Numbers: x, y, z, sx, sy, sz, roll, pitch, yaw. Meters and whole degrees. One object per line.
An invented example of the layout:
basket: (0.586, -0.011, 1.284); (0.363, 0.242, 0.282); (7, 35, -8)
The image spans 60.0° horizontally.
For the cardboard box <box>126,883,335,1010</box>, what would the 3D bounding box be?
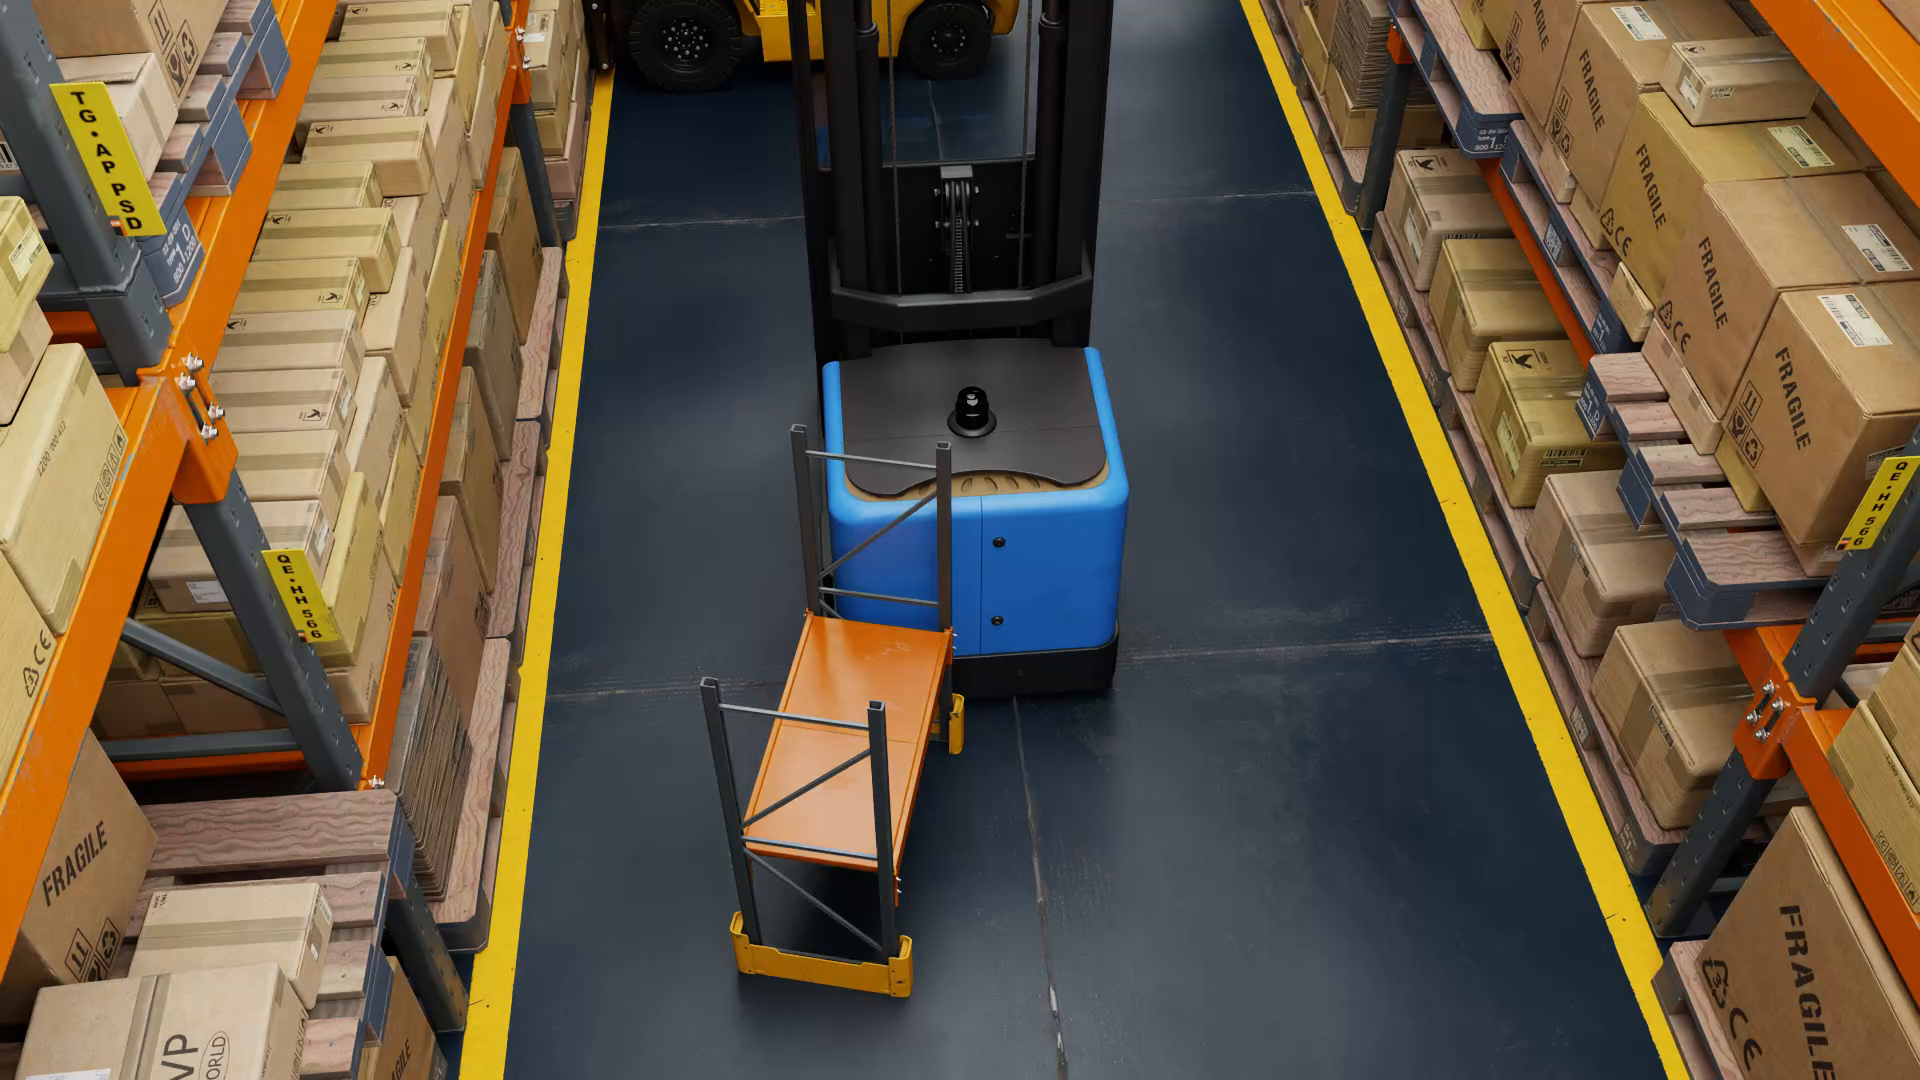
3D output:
cardboard box: (-1.668, 0.940, 3.814); (0.380, 0.149, 0.250); (-3, 47, -3)

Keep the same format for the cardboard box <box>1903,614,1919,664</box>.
cardboard box: (2.638, 0.236, 3.840); (0.500, 0.500, 0.500); (-5, 47, -5)

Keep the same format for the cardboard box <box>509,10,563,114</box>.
cardboard box: (-2.168, -2.259, 7.876); (0.500, 0.250, 0.500); (-4, 47, -4)

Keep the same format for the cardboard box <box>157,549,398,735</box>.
cardboard box: (-1.899, 0.262, 4.676); (0.500, 0.250, 0.500); (-3, 47, -3)

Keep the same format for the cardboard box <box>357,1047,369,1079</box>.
cardboard box: (-1.812, 1.381, 4.499); (0.380, 0.149, 0.250); (-6, 47, -5)

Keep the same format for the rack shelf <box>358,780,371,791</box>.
rack shelf: (-1.938, 2.241, 3.194); (1.077, 0.370, 4.000); (-3, 47, -3)

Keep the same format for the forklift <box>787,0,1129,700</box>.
forklift: (-0.053, -1.464, 6.254); (1.130, 2.935, 3.031); (-4, 47, -3)

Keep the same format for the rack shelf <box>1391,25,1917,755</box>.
rack shelf: (2.673, -0.958, 6.223); (1.077, 0.370, 4.000); (-3, 47, -3)

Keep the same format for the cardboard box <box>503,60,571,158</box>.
cardboard box: (-2.173, -2.087, 8.057); (0.500, 0.250, 0.500); (-4, 47, -3)

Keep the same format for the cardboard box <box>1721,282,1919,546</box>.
cardboard box: (2.525, -0.351, 4.590); (0.500, 0.500, 0.500); (-5, 47, -4)

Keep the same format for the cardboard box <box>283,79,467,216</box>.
cardboard box: (-2.057, -1.386, 5.892); (0.500, 0.250, 0.500); (-3, 47, -3)

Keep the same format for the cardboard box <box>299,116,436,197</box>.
cardboard box: (-1.955, -1.262, 5.500); (0.380, 0.149, 0.250); (-5, 47, -4)

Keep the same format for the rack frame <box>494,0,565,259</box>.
rack frame: (-2.440, -2.348, 7.044); (1.000, 3.000, 0.127); (-3, 47, -3)

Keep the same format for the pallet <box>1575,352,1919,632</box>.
pallet: (2.675, -0.201, 5.143); (1.213, 0.211, 1.003); (-3, 47, -3)

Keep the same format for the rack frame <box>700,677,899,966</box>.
rack frame: (-0.448, 0.925, 4.977); (0.500, 1.500, 0.032); (7, 47, 7)

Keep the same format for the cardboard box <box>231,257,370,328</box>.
cardboard box: (-1.995, -0.705, 4.973); (0.380, 0.149, 0.250); (-3, 47, -3)

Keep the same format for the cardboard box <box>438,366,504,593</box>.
cardboard box: (-2.263, -0.193, 6.349); (0.875, 0.625, 0.625); (-5, 47, -5)

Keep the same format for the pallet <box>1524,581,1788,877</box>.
pallet: (2.777, 0.636, 6.139); (1.003, 0.211, 1.213); (-3, 47, -3)

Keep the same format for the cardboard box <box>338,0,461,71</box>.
cardboard box: (-2.029, -1.823, 6.032); (0.380, 0.149, 0.250); (-5, 47, -5)

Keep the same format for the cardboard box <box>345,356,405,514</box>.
cardboard box: (-1.940, -0.272, 4.837); (0.500, 0.250, 0.500); (-2, 47, -2)

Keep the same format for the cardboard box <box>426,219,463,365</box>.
cardboard box: (-2.028, -0.850, 5.729); (0.500, 0.250, 0.500); (-2, 47, -2)

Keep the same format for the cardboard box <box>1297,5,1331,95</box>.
cardboard box: (2.134, -2.647, 8.932); (0.500, 0.250, 0.500); (-5, 47, -4)

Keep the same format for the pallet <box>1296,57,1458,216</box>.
pallet: (2.414, -2.177, 8.803); (1.003, 0.211, 1.213); (-3, 47, -3)

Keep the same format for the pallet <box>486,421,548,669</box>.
pallet: (-2.235, 0.027, 6.716); (1.003, 0.211, 1.213); (-3, 47, -3)

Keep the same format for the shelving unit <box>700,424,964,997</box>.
shelving unit: (-0.363, 0.568, 5.316); (0.587, 1.500, 1.083); (7, 47, 7)

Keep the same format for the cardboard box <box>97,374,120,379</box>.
cardboard box: (-2.519, -0.481, 4.760); (0.380, 0.149, 0.250); (-4, 47, -4)

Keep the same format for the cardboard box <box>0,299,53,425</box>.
cardboard box: (-1.836, -0.329, 2.894); (0.380, 0.149, 0.250); (-3, 47, -2)

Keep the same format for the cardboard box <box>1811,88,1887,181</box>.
cardboard box: (2.932, -1.139, 5.336); (0.500, 0.500, 0.500); (-3, 47, -3)

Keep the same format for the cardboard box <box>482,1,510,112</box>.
cardboard box: (-2.137, -1.947, 6.768); (0.500, 0.250, 0.500); (-3, 47, -2)

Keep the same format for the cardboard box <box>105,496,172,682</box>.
cardboard box: (-2.420, 0.118, 4.468); (0.500, 0.250, 0.500); (-3, 47, -2)

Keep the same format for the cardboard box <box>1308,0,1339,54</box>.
cardboard box: (2.144, -2.888, 8.644); (0.500, 0.500, 0.500); (-3, 47, -3)

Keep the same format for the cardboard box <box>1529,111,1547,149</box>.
cardboard box: (2.348, -1.542, 6.164); (0.380, 0.149, 0.250); (-3, 47, -3)

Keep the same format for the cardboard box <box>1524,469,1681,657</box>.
cardboard box: (2.733, 0.059, 6.286); (0.950, 0.372, 0.625); (-4, 47, -4)

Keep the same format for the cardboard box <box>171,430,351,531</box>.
cardboard box: (-1.862, -0.152, 4.449); (0.380, 0.149, 0.250); (-3, 47, -2)

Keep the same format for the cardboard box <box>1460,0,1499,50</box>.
cardboard box: (2.249, -2.110, 6.702); (0.380, 0.149, 0.250); (-3, 47, -2)

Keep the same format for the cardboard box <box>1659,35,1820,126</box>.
cardboard box: (2.422, -1.429, 5.164); (0.380, 0.149, 0.250); (-6, 47, -5)

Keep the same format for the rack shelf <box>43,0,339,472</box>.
rack shelf: (-2.273, -1.685, 4.846); (1.077, 0.370, 4.000); (-3, 47, -3)

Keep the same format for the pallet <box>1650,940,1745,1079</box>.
pallet: (2.831, 1.776, 5.059); (1.003, 0.211, 1.213); (-3, 47, -3)

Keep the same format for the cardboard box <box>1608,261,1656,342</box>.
cardboard box: (2.368, -0.789, 5.451); (0.380, 0.149, 0.250); (-3, 47, -3)

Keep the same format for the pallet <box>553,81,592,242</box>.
pallet: (-2.465, -1.967, 8.604); (1.003, 0.211, 1.213); (-3, 47, -3)

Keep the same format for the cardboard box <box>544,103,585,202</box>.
cardboard box: (-2.151, -1.917, 8.240); (0.500, 0.250, 0.500); (-3, 47, -3)

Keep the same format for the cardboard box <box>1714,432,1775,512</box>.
cardboard box: (2.484, -0.228, 4.921); (0.380, 0.149, 0.250); (-3, 47, -3)

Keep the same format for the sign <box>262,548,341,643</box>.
sign: (-1.565, 0.136, 3.949); (0.100, 0.325, 0.005); (-3, 47, -3)

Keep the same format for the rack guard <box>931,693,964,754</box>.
rack guard: (-0.279, 0.641, 6.107); (0.587, 0.250, 0.087); (7, 47, 7)

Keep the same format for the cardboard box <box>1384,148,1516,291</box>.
cardboard box: (2.552, -1.513, 7.775); (0.950, 0.372, 0.625); (-3, 47, -3)

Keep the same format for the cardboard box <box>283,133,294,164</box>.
cardboard box: (-2.590, -1.349, 5.857); (0.500, 0.250, 0.500); (-5, 47, -4)

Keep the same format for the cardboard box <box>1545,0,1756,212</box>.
cardboard box: (2.383, -1.484, 5.663); (0.500, 0.500, 0.500); (-5, 47, -5)
